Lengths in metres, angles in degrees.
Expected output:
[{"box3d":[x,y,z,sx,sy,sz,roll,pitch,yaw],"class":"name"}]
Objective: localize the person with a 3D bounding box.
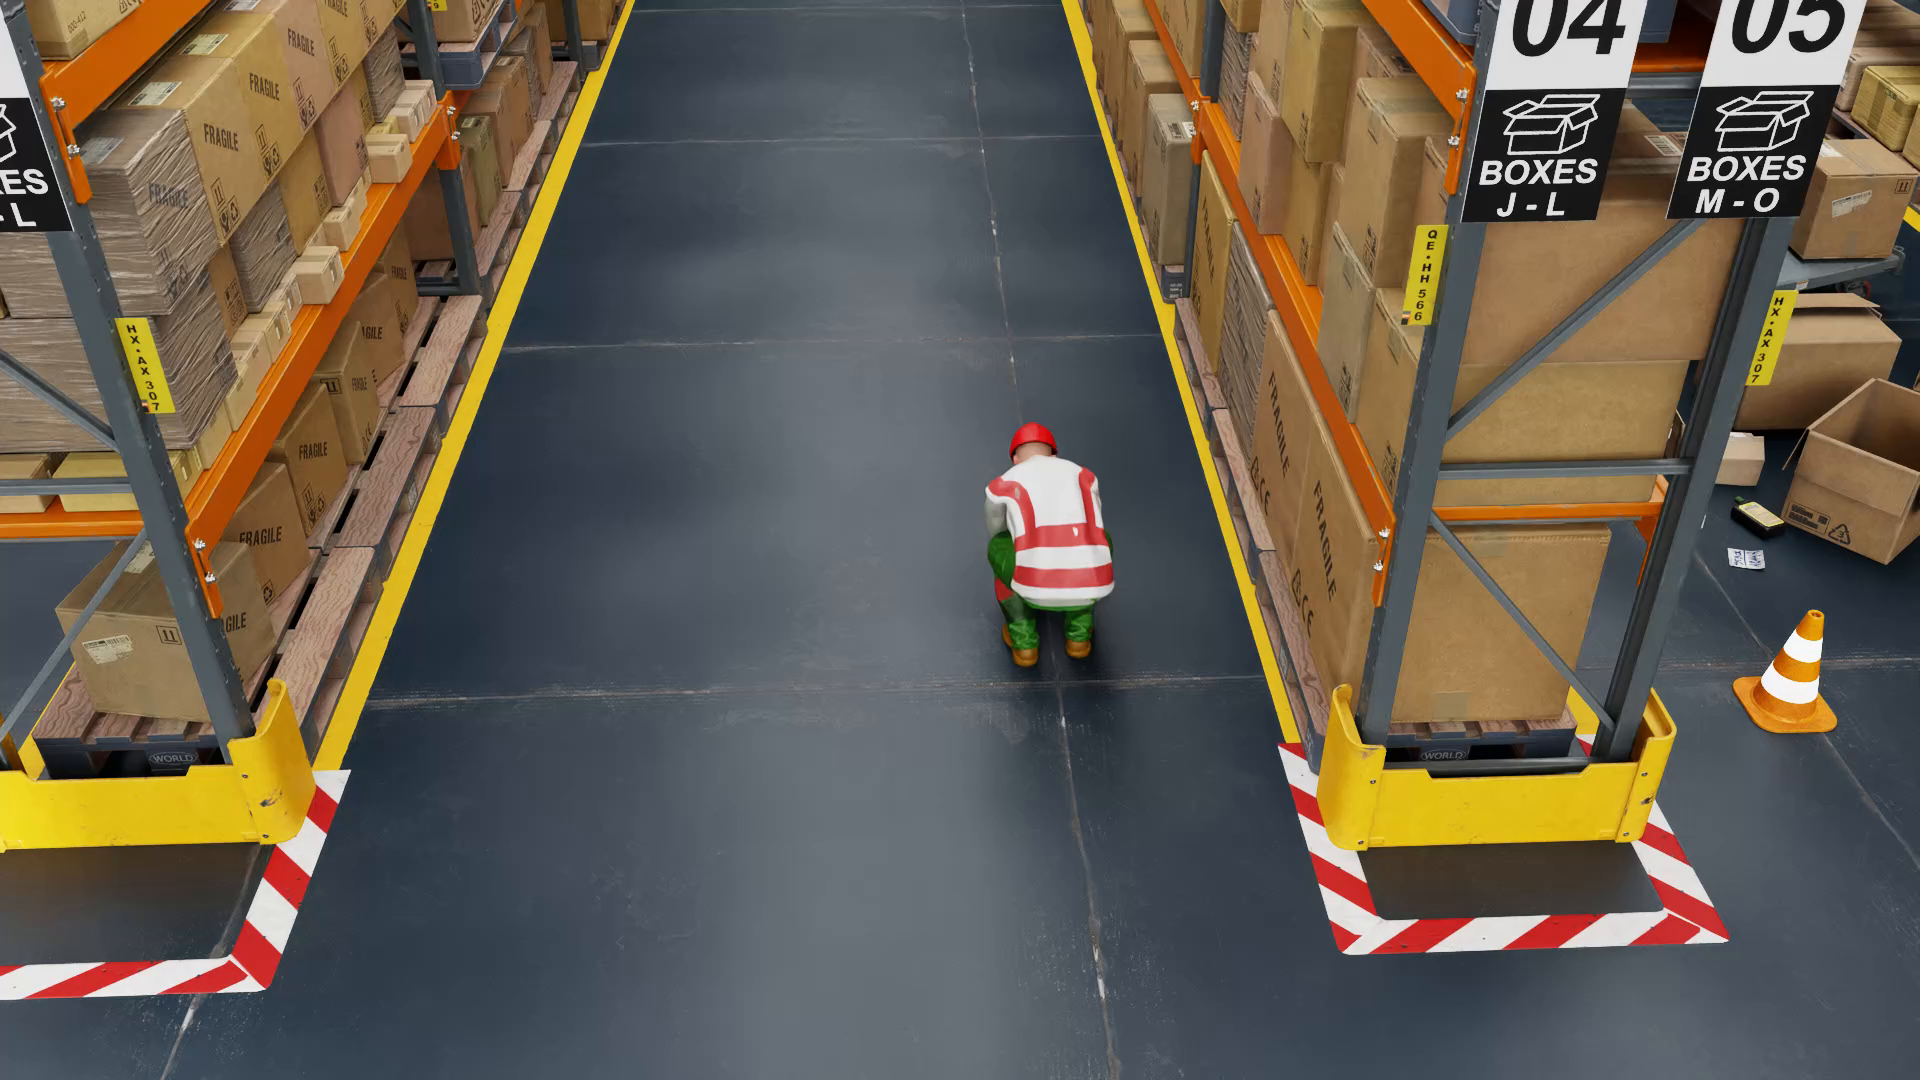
[{"box3d":[0.369,-0.054,6.900,0.525,0.983,0.948,-3,35,-4],"class":"person"}]
